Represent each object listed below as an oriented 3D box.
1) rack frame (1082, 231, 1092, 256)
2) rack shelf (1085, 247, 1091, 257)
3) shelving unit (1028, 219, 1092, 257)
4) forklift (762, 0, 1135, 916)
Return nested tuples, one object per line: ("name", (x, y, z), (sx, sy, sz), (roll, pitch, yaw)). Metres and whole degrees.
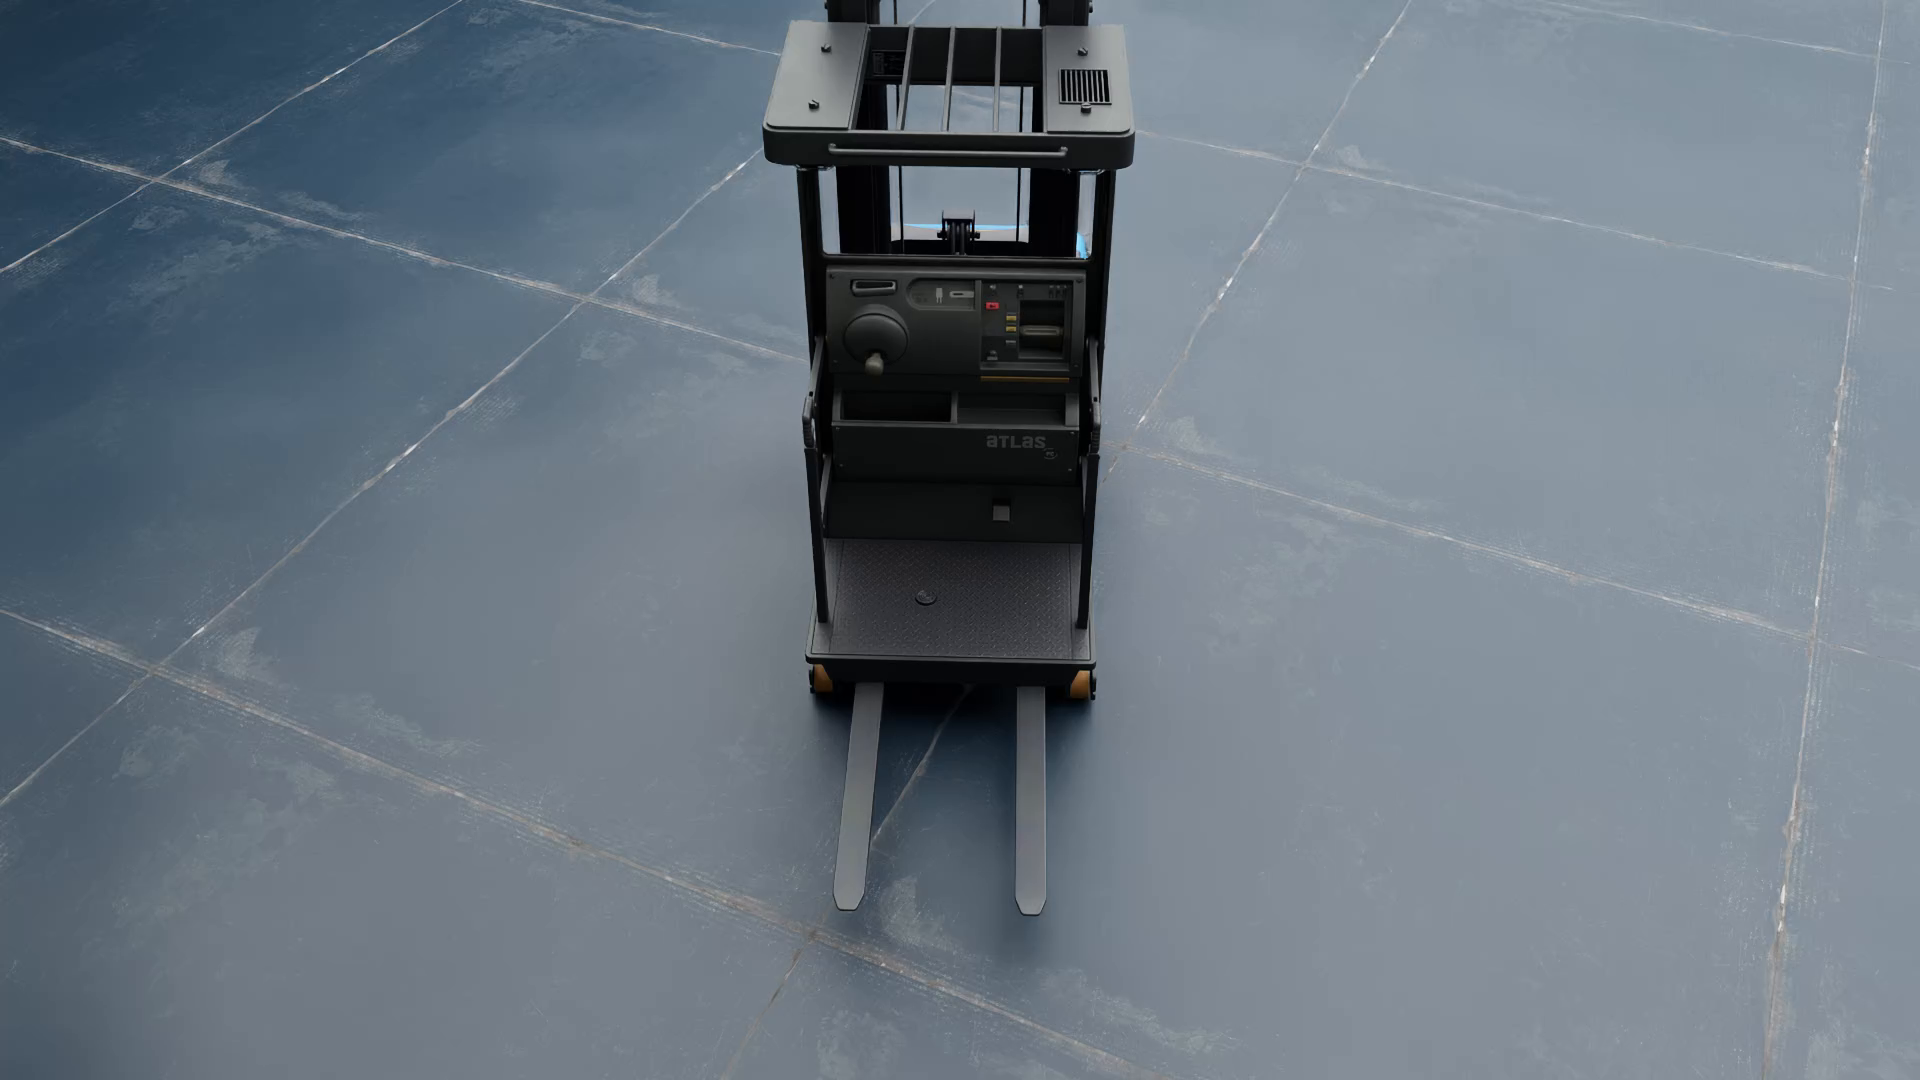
("rack frame", (0.554, -1.055, 7.753), (0.240, 0.900, 0.006), (-27, 42, -28))
("rack shelf", (0.479, -1.290, 7.679), (0.258, 0.077, 0.200), (-27, 42, -28))
("shelving unit", (0.493, -1.100, 7.820), (0.258, 0.900, 0.210), (-27, 42, -28))
("forklift", (-0.021, -0.700, 5.820), (1.130, 2.935, 3.031), (1, 41, 1))
